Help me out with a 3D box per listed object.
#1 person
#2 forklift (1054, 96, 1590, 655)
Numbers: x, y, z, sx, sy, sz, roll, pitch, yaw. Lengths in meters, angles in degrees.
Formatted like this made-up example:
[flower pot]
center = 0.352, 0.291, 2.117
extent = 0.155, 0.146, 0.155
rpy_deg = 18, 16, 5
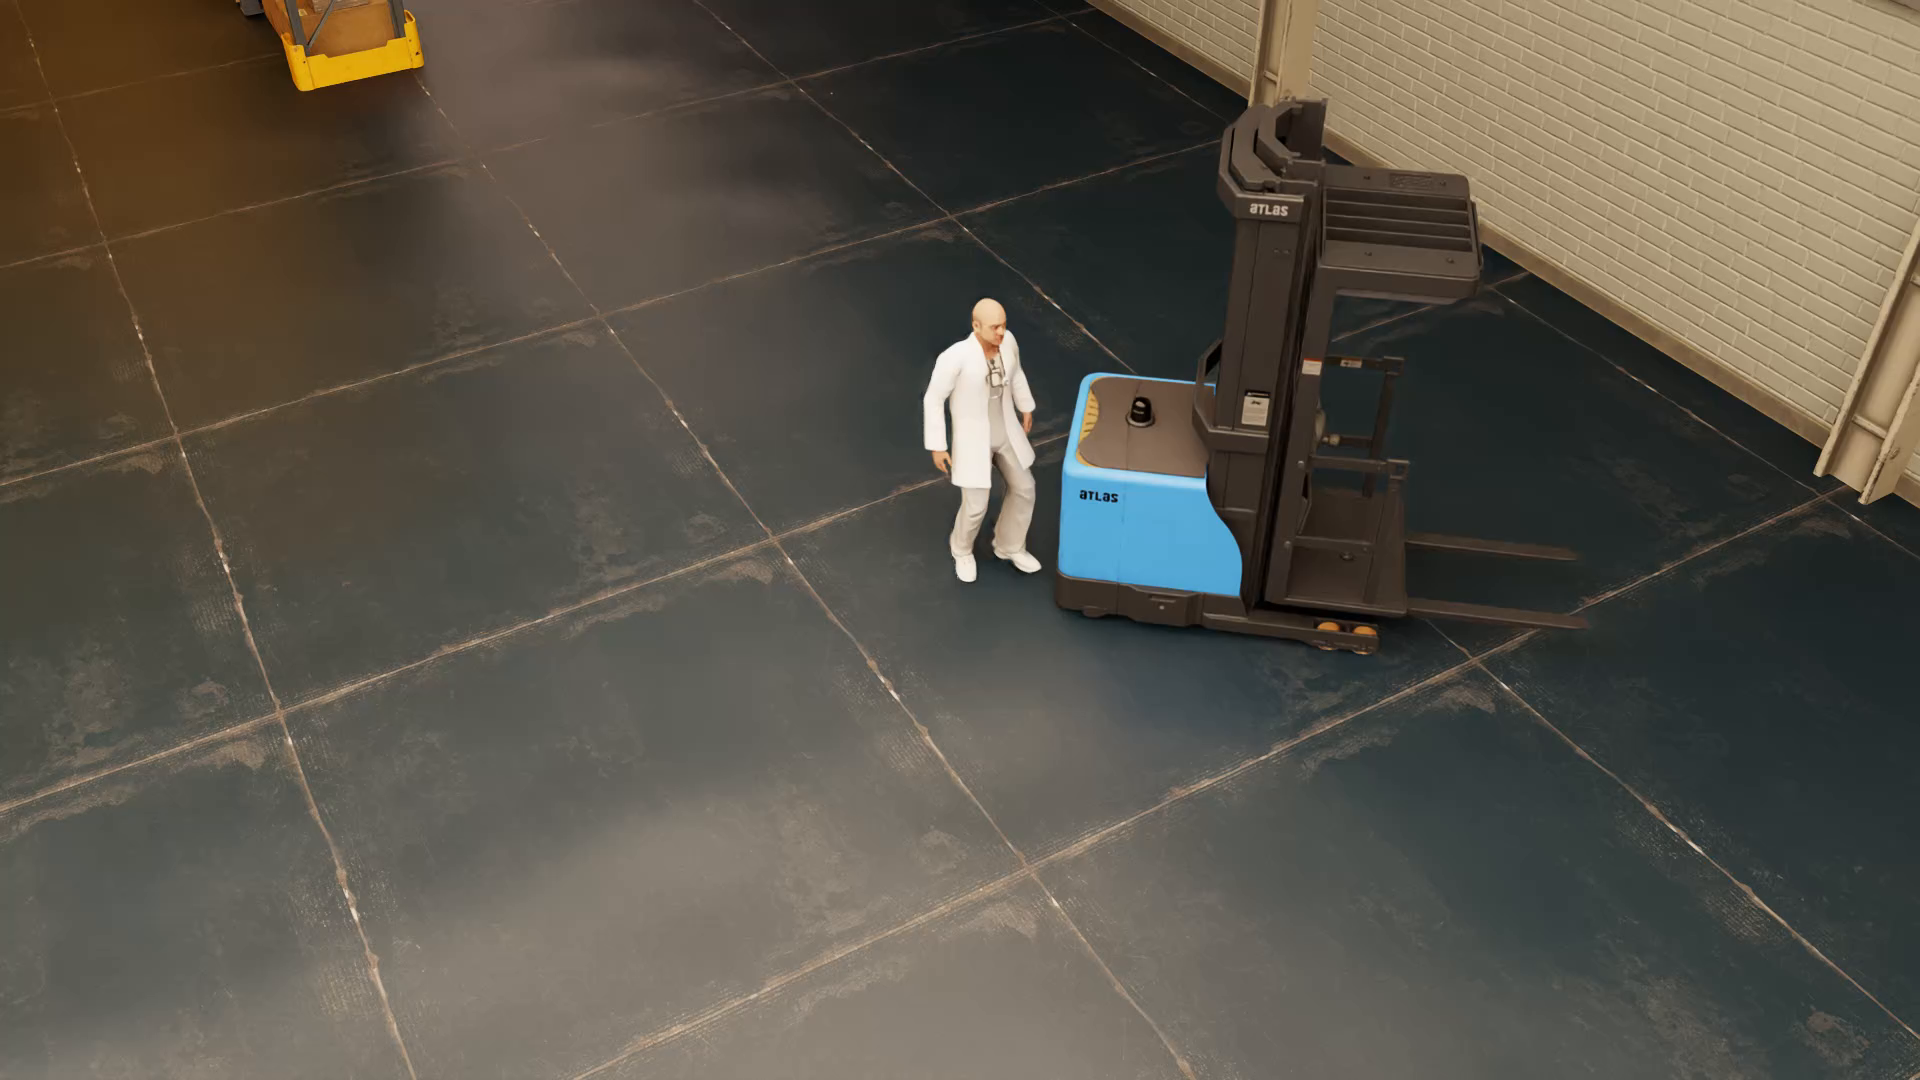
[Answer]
[person]
center = 0.206, -0.559, 9.649
extent = 0.816, 1.744, 0.633
rpy_deg = -26, 46, -28
[forklift]
center = 2.122, -0.839, 9.048
extent = 3.031, 2.935, 1.130
rpy_deg = 6, 40, 8
